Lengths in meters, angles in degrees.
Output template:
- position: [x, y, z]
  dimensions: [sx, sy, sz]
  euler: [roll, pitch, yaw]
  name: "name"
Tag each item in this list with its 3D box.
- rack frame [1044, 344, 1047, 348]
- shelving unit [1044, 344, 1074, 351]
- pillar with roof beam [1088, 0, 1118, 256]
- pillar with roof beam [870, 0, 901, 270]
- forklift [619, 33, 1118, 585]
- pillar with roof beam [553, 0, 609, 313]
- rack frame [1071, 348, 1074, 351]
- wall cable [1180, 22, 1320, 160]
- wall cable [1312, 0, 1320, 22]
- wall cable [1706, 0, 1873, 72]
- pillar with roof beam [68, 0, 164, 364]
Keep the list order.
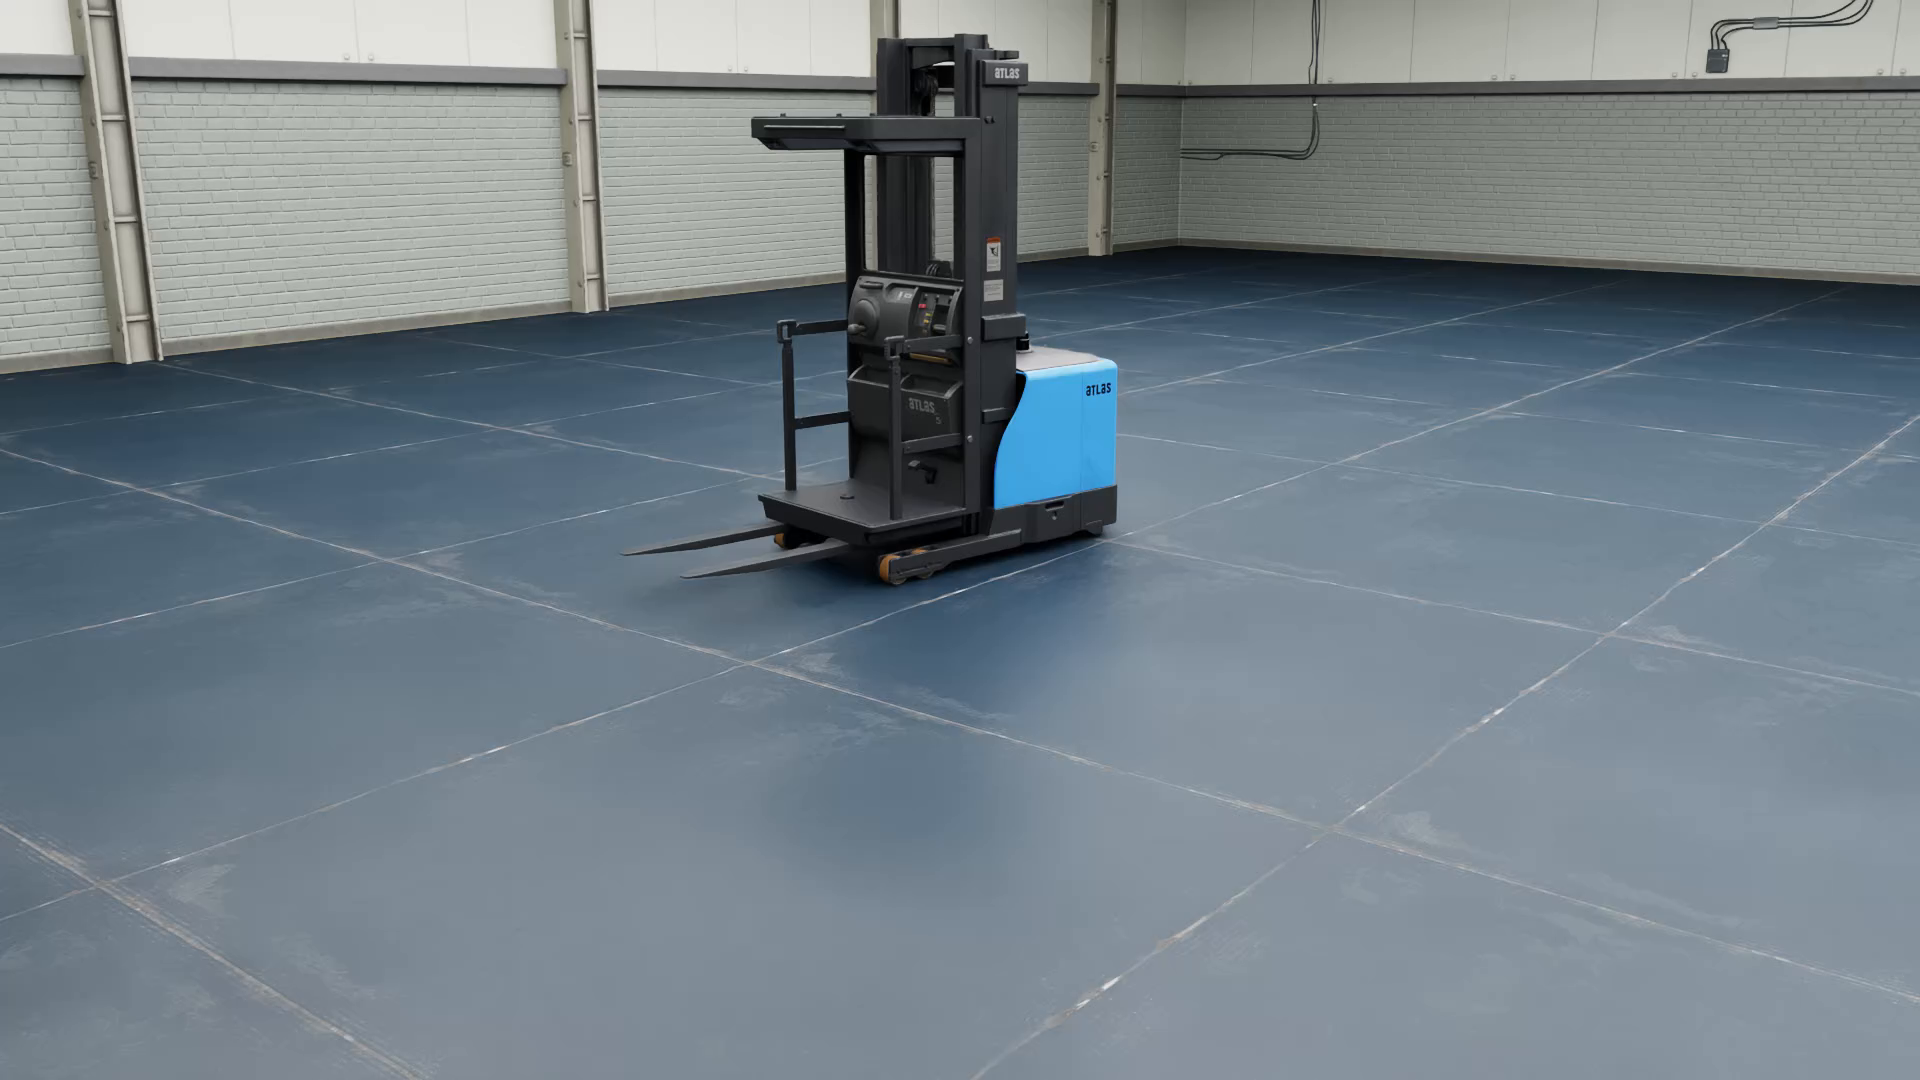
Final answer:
- position: [0.494, -0.759, 10.977]
  dimensions: [0.200, 1.050, 0.008]
  euler: [-13, 19, -42]
  name: "rack frame"
- position: [0.578, -0.737, 10.891]
  dimensions: [0.215, 1.050, 0.252]
  euler: [-13, 19, -42]
  name: "shelving unit"
- position: [5.971, -9.040, 27.431]
  dimensions: [9.100, 9.000, 0.400]
  euler: [11, 18, 38]
  name: "pillar with roof beam"
- position: [2.200, -7.891, 22.907]
  dimensions: [9.100, 9.000, 0.400]
  euler: [11, 18, 38]
  name: "pillar with roof beam"
- position: [-0.475, -1.319, 9.362]
  dimensions: [3.031, 2.935, 1.130]
  euler: [-12, 19, -39]
  name: "forklift"
- position: [-1.571, -6.742, 18.384]
  dimensions: [9.100, 9.000, 0.400]
  euler: [11, 18, 38]
  name: "pillar with roof beam"
- position: [0.661, -0.715, 10.805]
  dimensions: [0.200, 1.050, 0.008]
  euler: [-13, 19, -42]
  name: "rack frame"
- position: [5.502, -8.560, 31.851]
  dimensions: [3.097, 2.526, 0.112]
  euler: [11, 18, 38]
  name: "wall cable"
- position: [7.607, -10.590, 29.581]
  dimensions: [3.097, 2.526, 0.112]
  euler: [11, 18, 38]
  name: "wall cable"
- position: [12.877, -10.242, 25.255]
  dimensions: [2.305, 6.003, 0.169]
  euler: [11, 18, 38]
  name: "wall cable"
- position: [-5.342, -5.593, 13.861]
  dimensions: [9.100, 9.000, 0.400]
  euler: [11, 18, 38]
  name: "pillar with roof beam"
